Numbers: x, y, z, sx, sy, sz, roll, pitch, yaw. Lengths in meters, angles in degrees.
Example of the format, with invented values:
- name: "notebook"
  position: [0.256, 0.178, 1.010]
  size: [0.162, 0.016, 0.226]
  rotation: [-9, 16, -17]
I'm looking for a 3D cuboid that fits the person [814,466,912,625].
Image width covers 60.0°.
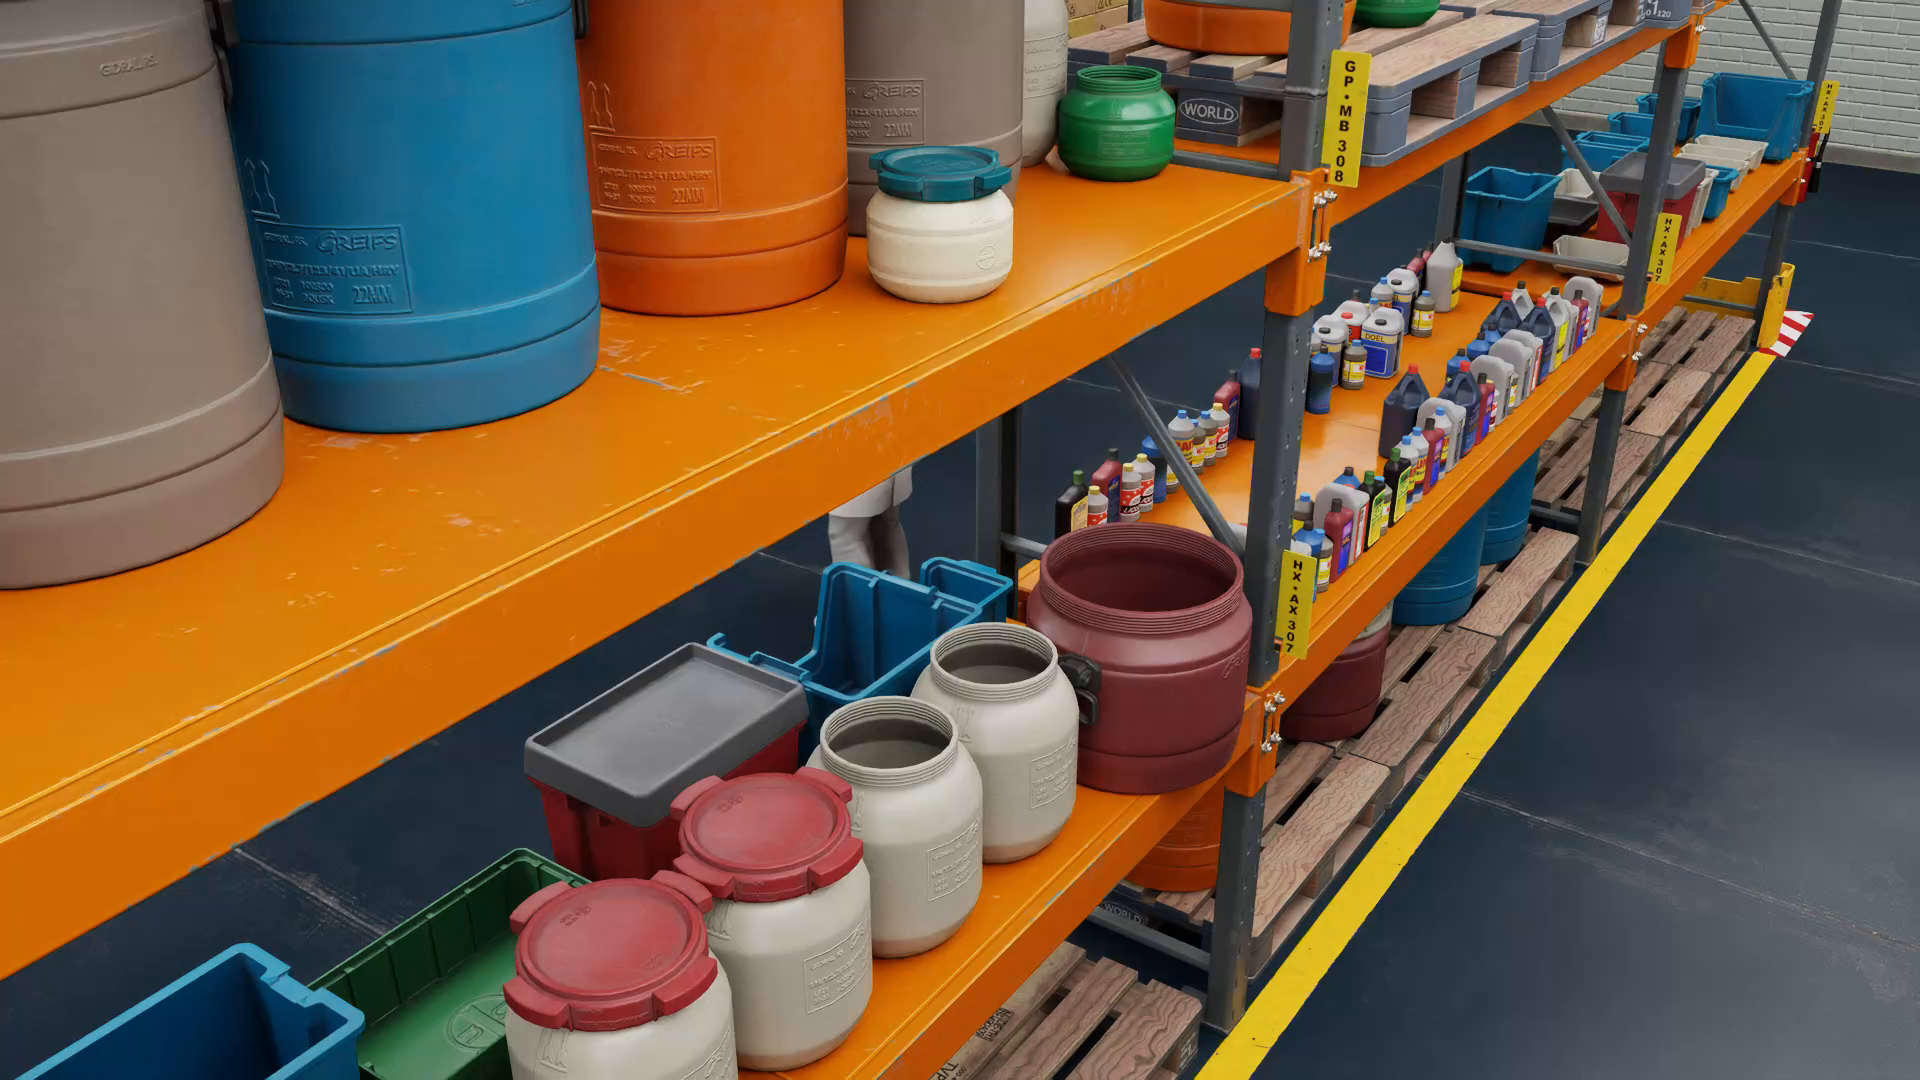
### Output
- name: "person"
  position: [-0.491, -0.402, 7.443]
  size: [0.563, 1.769, 0.530]
  rotation: [17, 31, 31]
